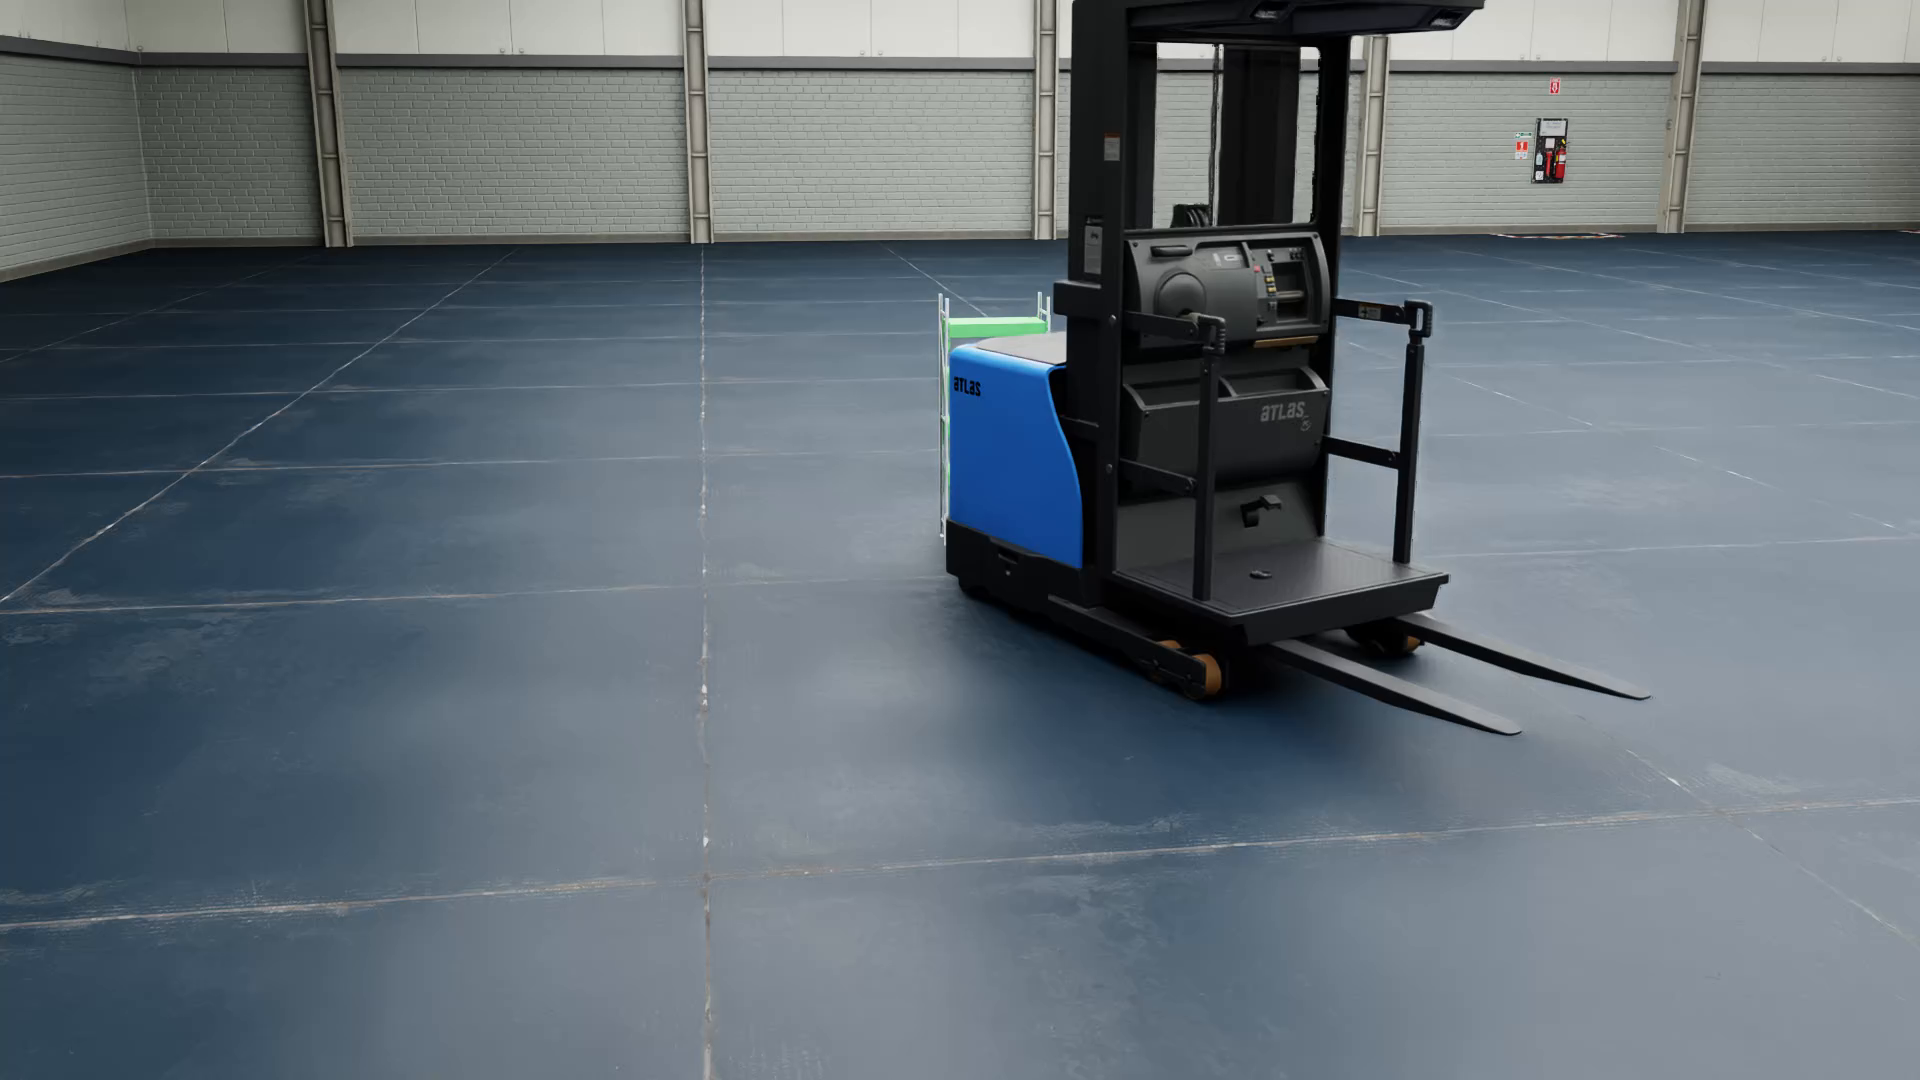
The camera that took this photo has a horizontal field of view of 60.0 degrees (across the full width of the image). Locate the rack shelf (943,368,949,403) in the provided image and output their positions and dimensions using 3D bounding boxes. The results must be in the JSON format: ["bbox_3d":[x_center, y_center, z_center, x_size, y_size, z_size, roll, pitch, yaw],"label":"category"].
[{"bbox_3d":[0.164,-0.759,8.057,0.480,0.148,0.258,-2,14,-8],"label":"rack shelf"}]

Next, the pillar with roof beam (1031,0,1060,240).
[{"bbox_3d":[2.130,-8.680,24.332,0.400,9.000,9.100,-2,14,-8],"label":"pillar with roof beam"}]

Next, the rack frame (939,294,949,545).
[{"bbox_3d":[-0.078,-0.579,8.065,0.015,1.200,0.240,-2,14,-8],"label":"rack frame"}]

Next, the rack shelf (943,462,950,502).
[{"bbox_3d":[0.164,-0.293,8.174,0.480,0.148,0.258,-2,14,-8],"label":"rack shelf"}]

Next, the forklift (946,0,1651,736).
[{"bbox_3d":[1.138,-0.979,6.099,1.130,2.935,3.031,-9,16,-31],"label":"forklift"}]

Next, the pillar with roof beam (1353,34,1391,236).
[{"bbox_3d":[8.063,-8.897,25.199,0.400,9.000,9.100,-2,14,-8],"label":"pillar with roof beam"}]

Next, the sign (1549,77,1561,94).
[{"bbox_3d":[10.883,-8.308,30.417,0.199,0.298,0.001,-2,14,-8],"label":"sign"}]

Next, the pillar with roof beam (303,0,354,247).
[{"bbox_3d":[-9.736,-8.245,22.598,0.400,9.000,9.100,-2,14,-8],"label":"pillar with roof beam"}]

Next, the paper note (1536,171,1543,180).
[{"bbox_3d":[10.721,-6.743,30.752,0.142,0.148,0.016,-2,14,-8],"label":"paper note"}]

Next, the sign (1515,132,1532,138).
[{"bbox_3d":[10.350,-7.437,30.547,0.331,0.109,0.001,-2,14,-8],"label":"sign"}]

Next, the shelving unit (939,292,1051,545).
[{"bbox_3d":[0.164,-0.588,8.100,0.503,1.200,0.258,-2,14,-8],"label":"shelving unit"}]

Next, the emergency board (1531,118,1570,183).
[{"bbox_3d":[10.906,-7.160,30.604,0.643,1.169,0.194,-2,14,-8],"label":"emergency board"}]

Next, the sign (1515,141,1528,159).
[{"bbox_3d":[10.344,-7.182,30.619,0.234,0.329,0.001,-2,14,-8],"label":"sign"}]

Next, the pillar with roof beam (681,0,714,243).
[{"bbox_3d":[-3.803,-8.462,23.465,0.400,9.000,9.100,-2,14,-8],"label":"pillar with roof beam"}]

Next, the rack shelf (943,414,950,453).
[{"bbox_3d":[0.164,-0.526,8.115,0.480,0.148,0.258,-2,14,-8],"label":"rack shelf"}]

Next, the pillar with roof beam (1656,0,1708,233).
[{"bbox_3d":[13.997,-9.114,26.066,0.400,9.000,9.100,-2,14,-8],"label":"pillar with roof beam"}]

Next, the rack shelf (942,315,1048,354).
[{"bbox_3d":[0.164,-0.992,7.999,0.480,0.148,0.258,-2,14,-8],"label":"rack shelf"}]

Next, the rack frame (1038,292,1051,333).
[{"bbox_3d":[0.405,-0.597,8.135,0.015,1.200,0.240,-2,14,-8],"label":"rack frame"}]
